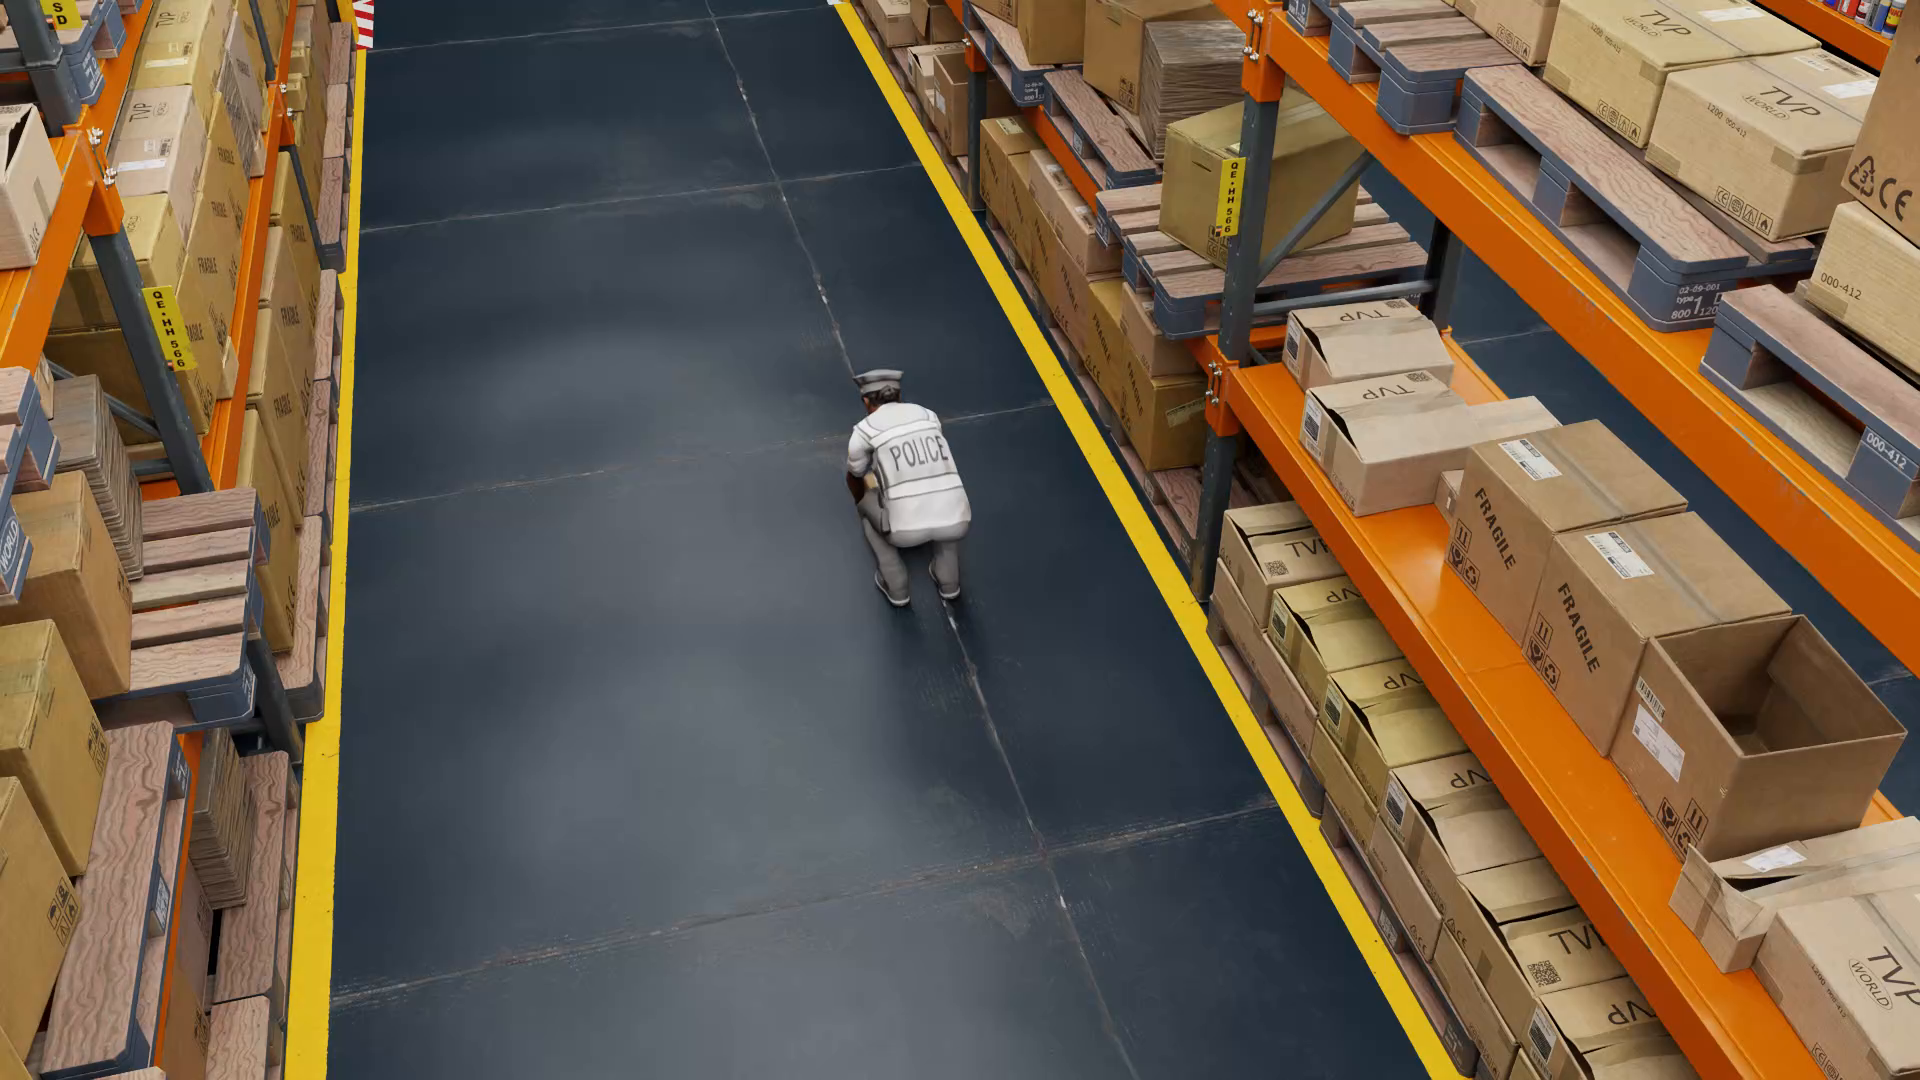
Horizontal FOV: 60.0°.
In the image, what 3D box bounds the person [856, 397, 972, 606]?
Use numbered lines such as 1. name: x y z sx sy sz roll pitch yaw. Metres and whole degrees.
1. person: -0.243 -0.186 7.669 0.468 0.812 0.923 -11 40 -13
